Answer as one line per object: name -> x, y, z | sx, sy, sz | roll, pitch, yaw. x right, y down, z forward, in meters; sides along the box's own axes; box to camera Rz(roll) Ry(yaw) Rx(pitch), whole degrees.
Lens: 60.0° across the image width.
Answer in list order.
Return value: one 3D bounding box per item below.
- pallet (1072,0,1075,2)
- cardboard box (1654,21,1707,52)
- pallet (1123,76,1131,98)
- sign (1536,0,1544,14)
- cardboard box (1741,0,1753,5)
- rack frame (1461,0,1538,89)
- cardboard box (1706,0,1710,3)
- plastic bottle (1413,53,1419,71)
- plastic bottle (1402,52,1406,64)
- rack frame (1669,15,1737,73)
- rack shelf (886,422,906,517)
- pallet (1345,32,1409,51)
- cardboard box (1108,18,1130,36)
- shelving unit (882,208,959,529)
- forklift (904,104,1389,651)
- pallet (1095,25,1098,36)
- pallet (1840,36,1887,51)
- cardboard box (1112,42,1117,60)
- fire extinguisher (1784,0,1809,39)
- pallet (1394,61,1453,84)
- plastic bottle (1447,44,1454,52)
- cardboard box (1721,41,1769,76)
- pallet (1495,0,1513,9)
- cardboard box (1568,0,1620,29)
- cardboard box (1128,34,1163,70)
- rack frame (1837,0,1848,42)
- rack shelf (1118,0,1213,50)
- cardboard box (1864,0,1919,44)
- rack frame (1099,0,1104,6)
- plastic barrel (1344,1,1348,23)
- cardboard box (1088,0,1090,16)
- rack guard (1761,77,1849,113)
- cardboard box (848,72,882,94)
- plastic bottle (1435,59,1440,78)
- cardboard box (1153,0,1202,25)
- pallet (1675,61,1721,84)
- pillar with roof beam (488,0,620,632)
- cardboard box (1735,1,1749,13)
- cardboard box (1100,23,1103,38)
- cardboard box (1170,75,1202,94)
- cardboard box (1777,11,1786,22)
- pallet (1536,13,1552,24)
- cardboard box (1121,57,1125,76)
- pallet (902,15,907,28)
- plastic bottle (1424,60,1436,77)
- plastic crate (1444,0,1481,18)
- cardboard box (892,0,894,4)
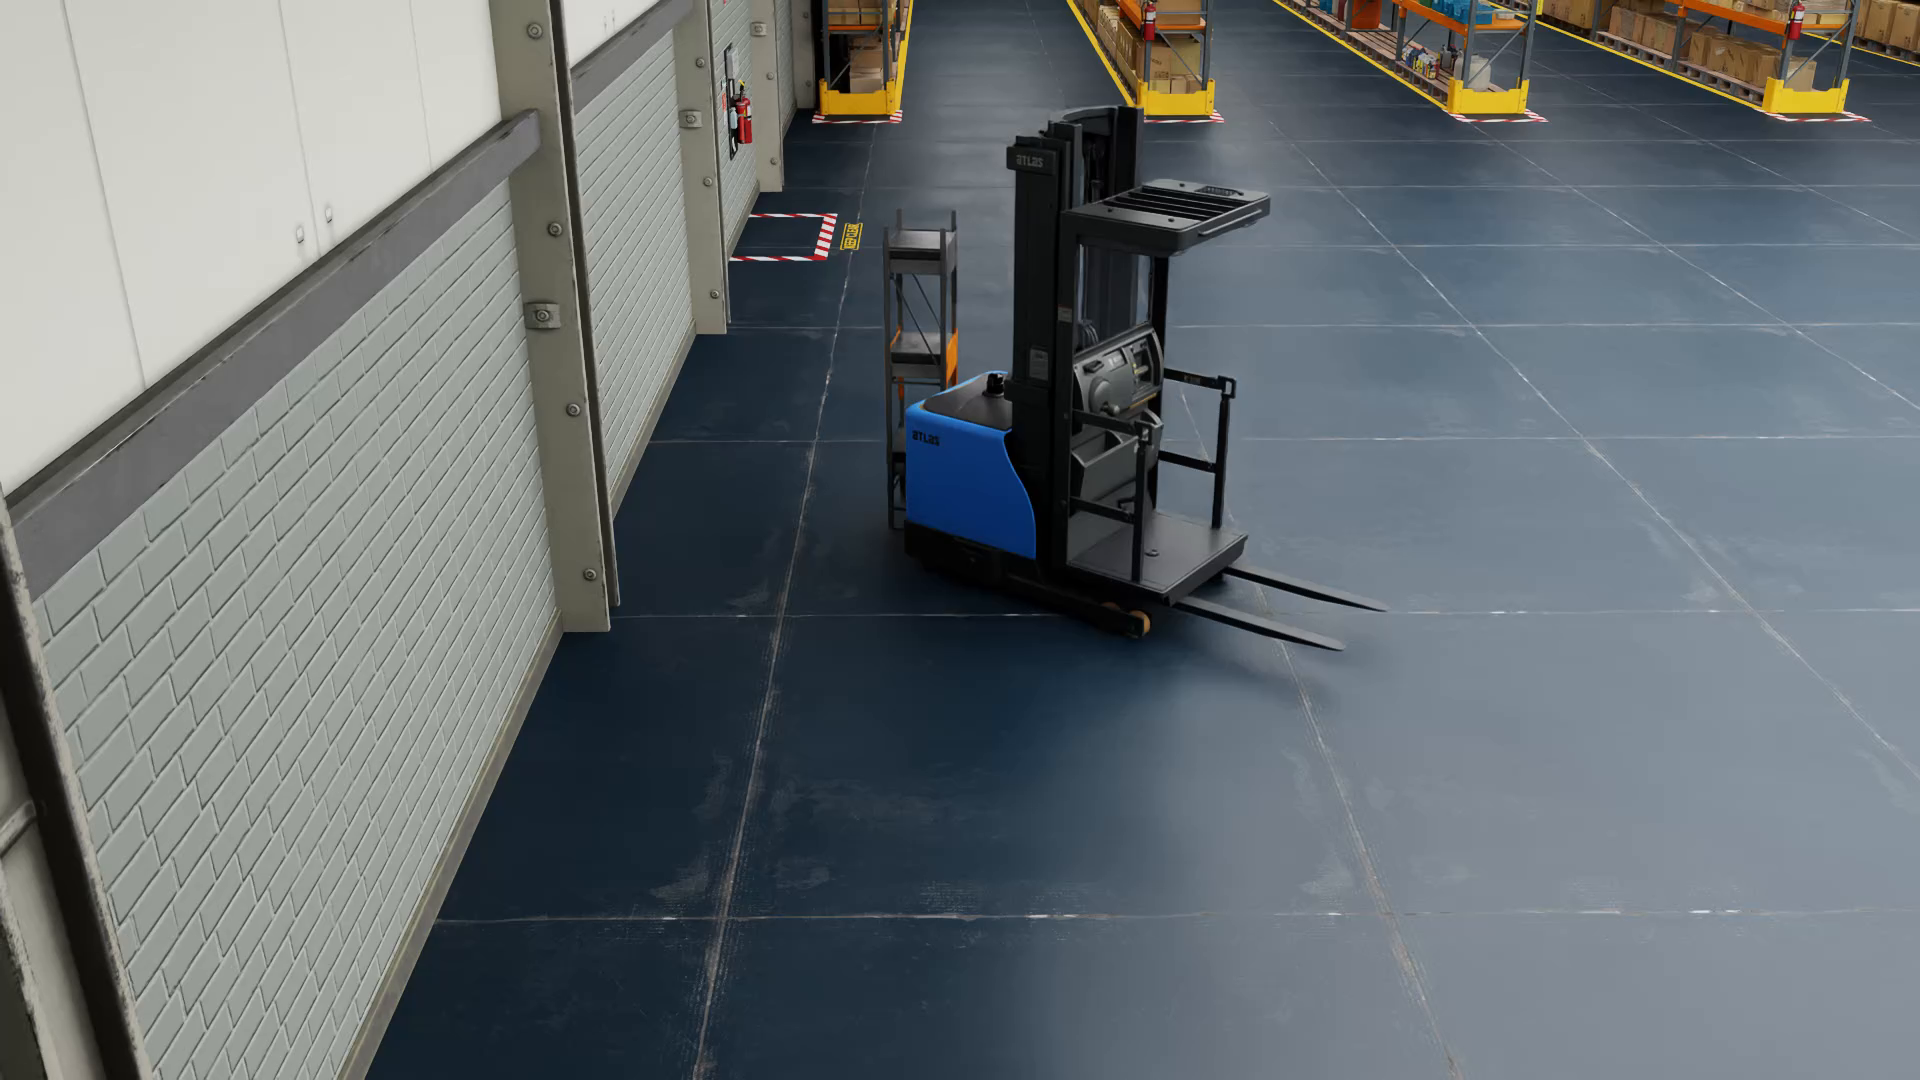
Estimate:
pallet -> 3.191, -13.014, 39.769 | 1.003, 0.211, 1.213 | 0, 24, -1
cardboard box -> 13.245, -9.254, 30.571 | 0.700, 0.500, 0.500 | 0, 24, -1
pallet -> 3.294, -7.598, 27.793 | 1.003, 0.211, 1.213 | 0, 24, -1
sign -> 8.858, -8.199, 25.403 | 0.100, 0.325, 0.005 | 0, 24, -1
cardboard box -> 13.194, -8.914, 26.838 | 0.875, 0.500, 0.500 | 0, 24, -1
rack frame -> 8.308, -8.073, 25.459 | 1.000, 3.000, 0.127 | 0, 24, -1
cardboard box -> 12.951, -9.230, 28.322 | 0.380, 0.149, 0.250 | 0, 24, -1
plastic bottle -> 7.820, -8.203, 28.510 | 0.061, 0.283, 0.133 | 1, 24, 2
plastic bottle -> 7.831, -8.471, 29.202 | 0.097, 0.201, 0.097 | 0, 24, 0
rack frame -> 13.217, -9.743, 29.152 | 1.000, 3.000, 0.127 | 0, 24, -1
rack shelf -> -0.256, -0.477, 11.489 | 0.431, 0.518, 0.480 | 3, 25, 7
pallet -> 8.190, -9.779, 32.616 | 1.003, 0.211, 1.213 | 0, 24, -1
cardboard box -> 3.005, -9.480, 30.717 | 0.500, 0.311, 0.500 | 0, 24, -1
shelving unit -> -0.256, -1.127, 11.195 | 0.431, 2.100, 0.503 | 3, 25, 7
forklift -> 1.124, -0.994, 9.890 | 3.031, 2.935, 1.130 | 17, 29, 33
pallet -> 3.297, -10.386, 33.957 | 1.003, 0.211, 1.213 | 0, 24, -1
pallet -> 18.067, -9.776, 32.610 | 1.003, 0.211, 1.213 | 0, 24, -1
cardboard box -> 3.017, -8.808, 29.912 | 0.500, 0.250, 0.500 | 0, 24, -1
fire extinguisher -> 12.801, -8.010, 25.415 | 0.296, 0.674, 0.183 | 0, 24, -1
pallet -> 8.230, -8.173, 29.065 | 1.003, 0.211, 1.213 | 0, 24, -1
plastic bottle -> 8.560, -8.450, 28.974 | 0.144, 0.351, 0.185 | -1, 24, -2
cardboard box -> 13.280, -8.139, 28.129 | 0.500, 0.500, 0.500 | -2, 24, -5
pallet -> 13.183, -12.587, 38.824 | 1.003, 0.211, 1.213 | 0, 24, -1
cardboard box -> 13.187, -10.899, 33.777 | 1.225, 0.875, 0.875 | -1, 24, -3
cardboard box -> 3.026, -7.964, 27.135 | 0.500, 0.500, 0.500 | 0, 24, -1
rack frame -> 18.134, -11.372, 32.754 | 1.000, 3.000, 0.127 | 0, 24, -1
rack shelf -> 3.333, -8.548, 27.383 | 1.077, 0.370, 4.000 | 0, 24, -1
cardboard box -> 18.064, -9.927, 31.779 | 1.050, 0.750, 0.750 | 0, 24, 0
rack frame -> 3.268, -11.348, 32.702 | 1.000, 3.000, 0.127 | 0, 24, -1
plastic barrel -> 8.103, -10.861, 34.133 | 0.421, 0.512, 0.421 | 0, 24, 0
cardboard box -> 3.000, -11.432, 35.386 | 0.500, 0.500, 0.500 | 0, 24, 0
rack guard -> 13.260, -6.987, 26.092 | 1.175, 0.500, 0.348 | 0, 24, -1
cardboard box -> -1.516, -7.289, 26.455 | 0.500, 0.311, 0.500 | -3, 25, -7
plastic bottle -> 7.981, -7.895, 27.828 | 0.061, 0.283, 0.133 | 0, 24, -1
cardboard box -> 3.363, -8.290, 25.818 | 0.700, 0.500, 0.500 | 0, 24, -1
pallet -> 13.260, -8.196, 29.115 | 1.003, 0.211, 1.213 | 0, 24, -1
pillar with roof beam -> 2.030, -3.648, 8.396 | 9.100, 9.000, 0.400 | 0, 24, -1
cardboard box -> 12.930, -8.714, 27.183 | 0.380, 0.149, 0.250 | 0, 24, -1
cardboard box -> 2.986, -9.863, 32.244 | 0.500, 0.250, 0.500 | -1, 24, -2
cardboard box -> 3.571, -7.212, 26.384 | 0.500, 0.250, 0.500 | 0, 24, -1
cardboard box -> 13.049, -8.200, 26.045 | 0.380, 0.149, 0.250 | 0, 24, -1
pallet -> 13.213, -11.451, 36.313 | 1.003, 0.211, 1.213 | 0, 24, -1
cardboard box -> 3.014, -8.034, 28.201 | 0.500, 0.250, 0.500 | 0, 24, -1
pallet -> -1.629, -10.881, 35.051 | 1.003, 0.211, 1.213 | 0, 24, -1
plastic bottle -> 7.874, -7.891, 27.828 | 0.152, 0.276, 0.135 | 0, 24, 0
plastic crate -> 8.002, -8.477, 26.534 | 0.499, 0.251, 0.408 | 0, 24, -1
cardboard box -> -1.299, -8.712, 26.121 | 0.500, 0.500, 0.500 | 0, 24, 0
